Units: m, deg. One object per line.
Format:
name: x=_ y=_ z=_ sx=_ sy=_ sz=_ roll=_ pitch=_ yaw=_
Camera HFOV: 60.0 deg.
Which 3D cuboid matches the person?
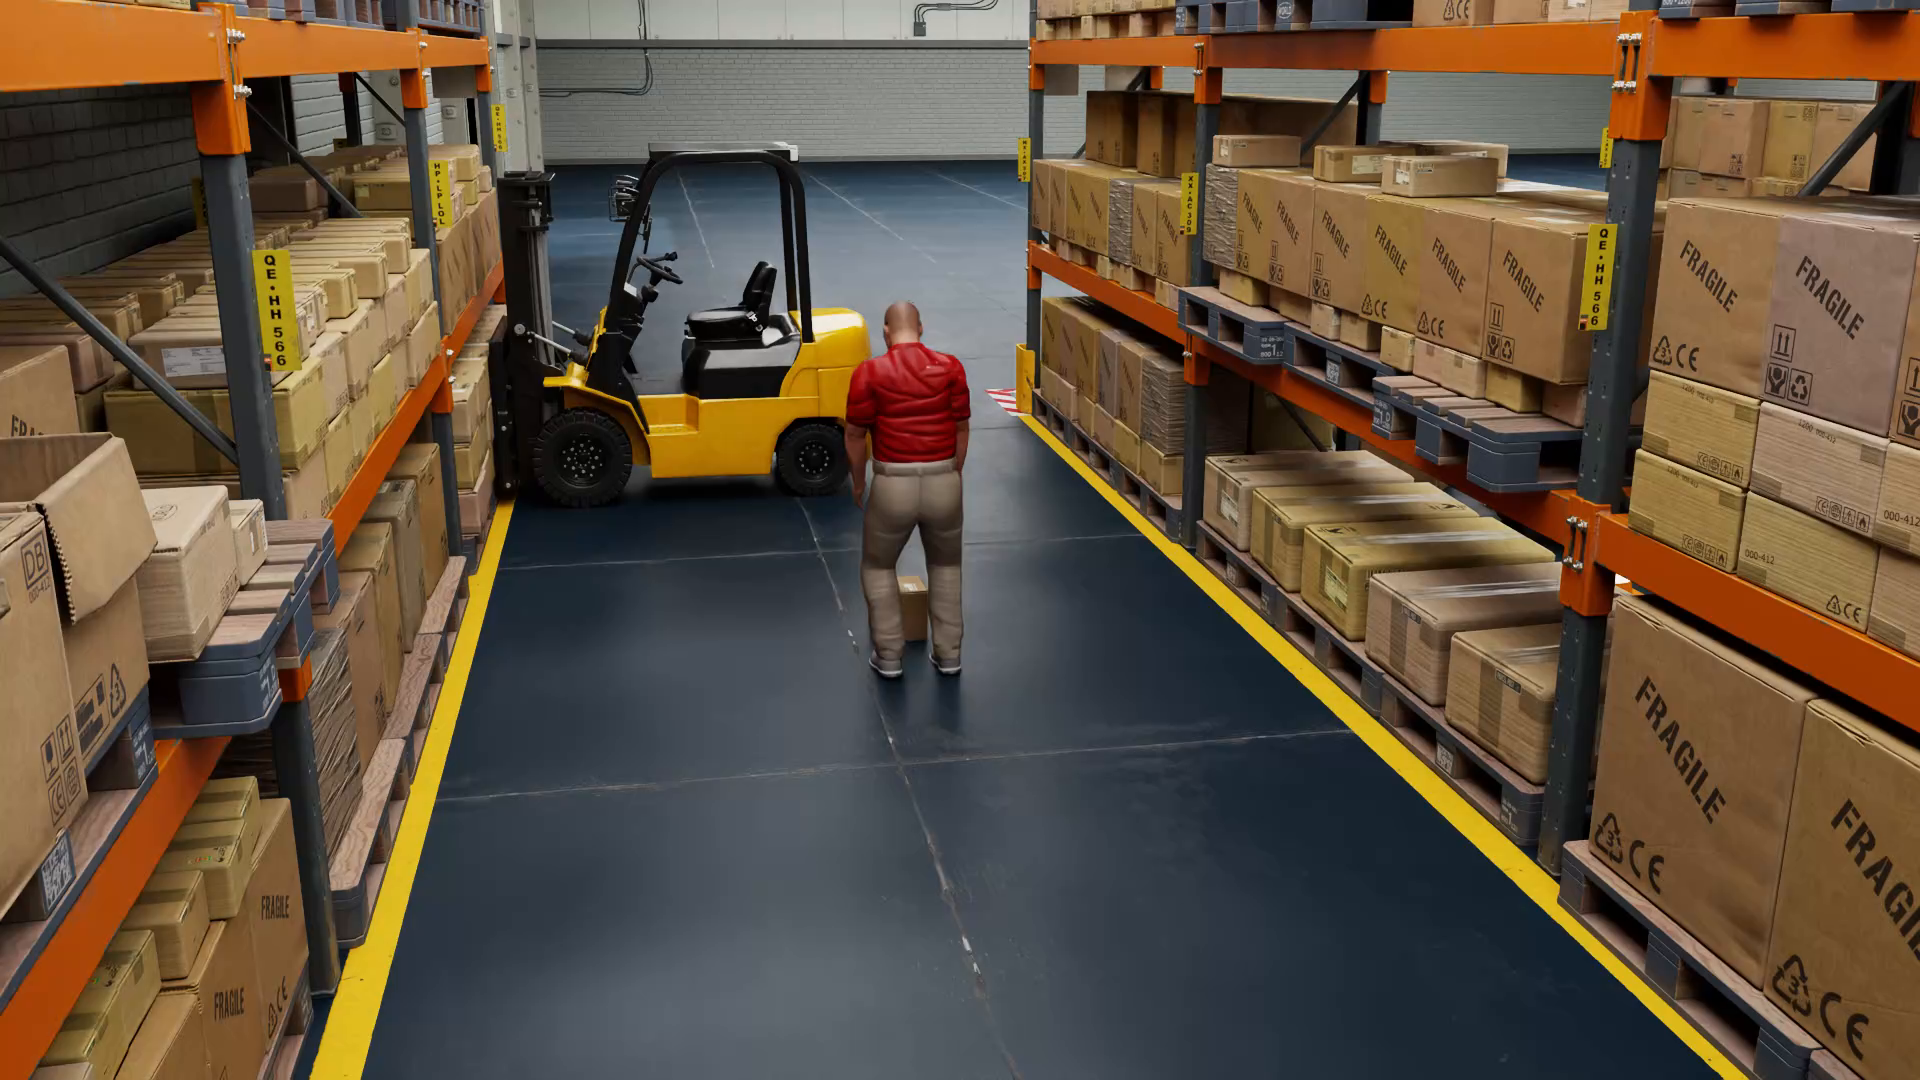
person: x=-0.230 y=-0.208 z=7.393 sx=0.557 sy=1.677 sz=0.425 roll=-3 pitch=16 yaw=-9
